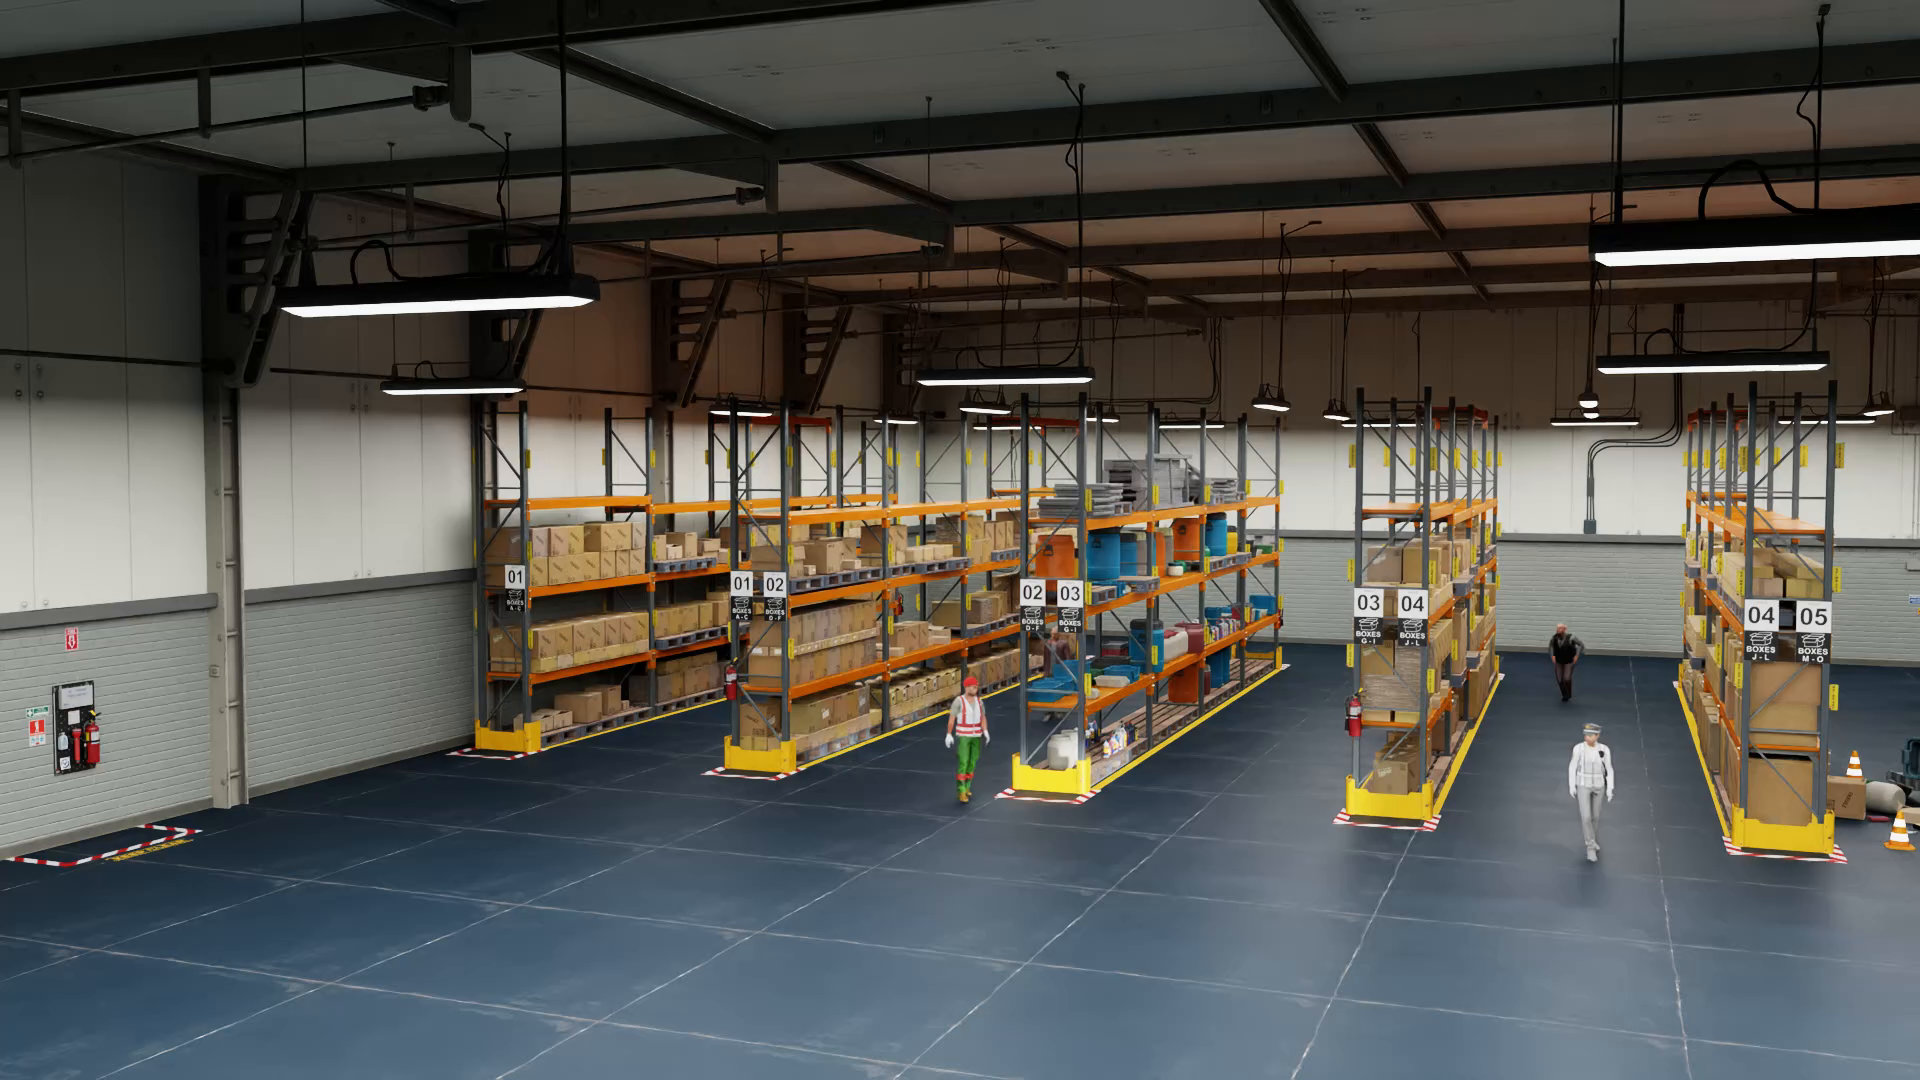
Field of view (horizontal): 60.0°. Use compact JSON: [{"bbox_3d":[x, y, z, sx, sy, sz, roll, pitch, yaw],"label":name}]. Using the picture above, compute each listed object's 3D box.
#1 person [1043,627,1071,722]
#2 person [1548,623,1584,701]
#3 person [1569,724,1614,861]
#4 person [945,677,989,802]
[{"bbox_3d":[1.837,2.583,31.880,0.633,1.841,0.609,1,3,27],"label":"person"},{"bbox_3d":[12.500,2.518,34.288,0.709,1.632,0.701,2,3,31],"label":"person"},{"bbox_3d":[7.987,3.168,21.026,0.514,1.716,0.715,0,3,8],"label":"person"},{"bbox_3d":[0.140,2.914,24.451,0.678,1.764,0.750,-2,3,-32],"label":"person"}]
